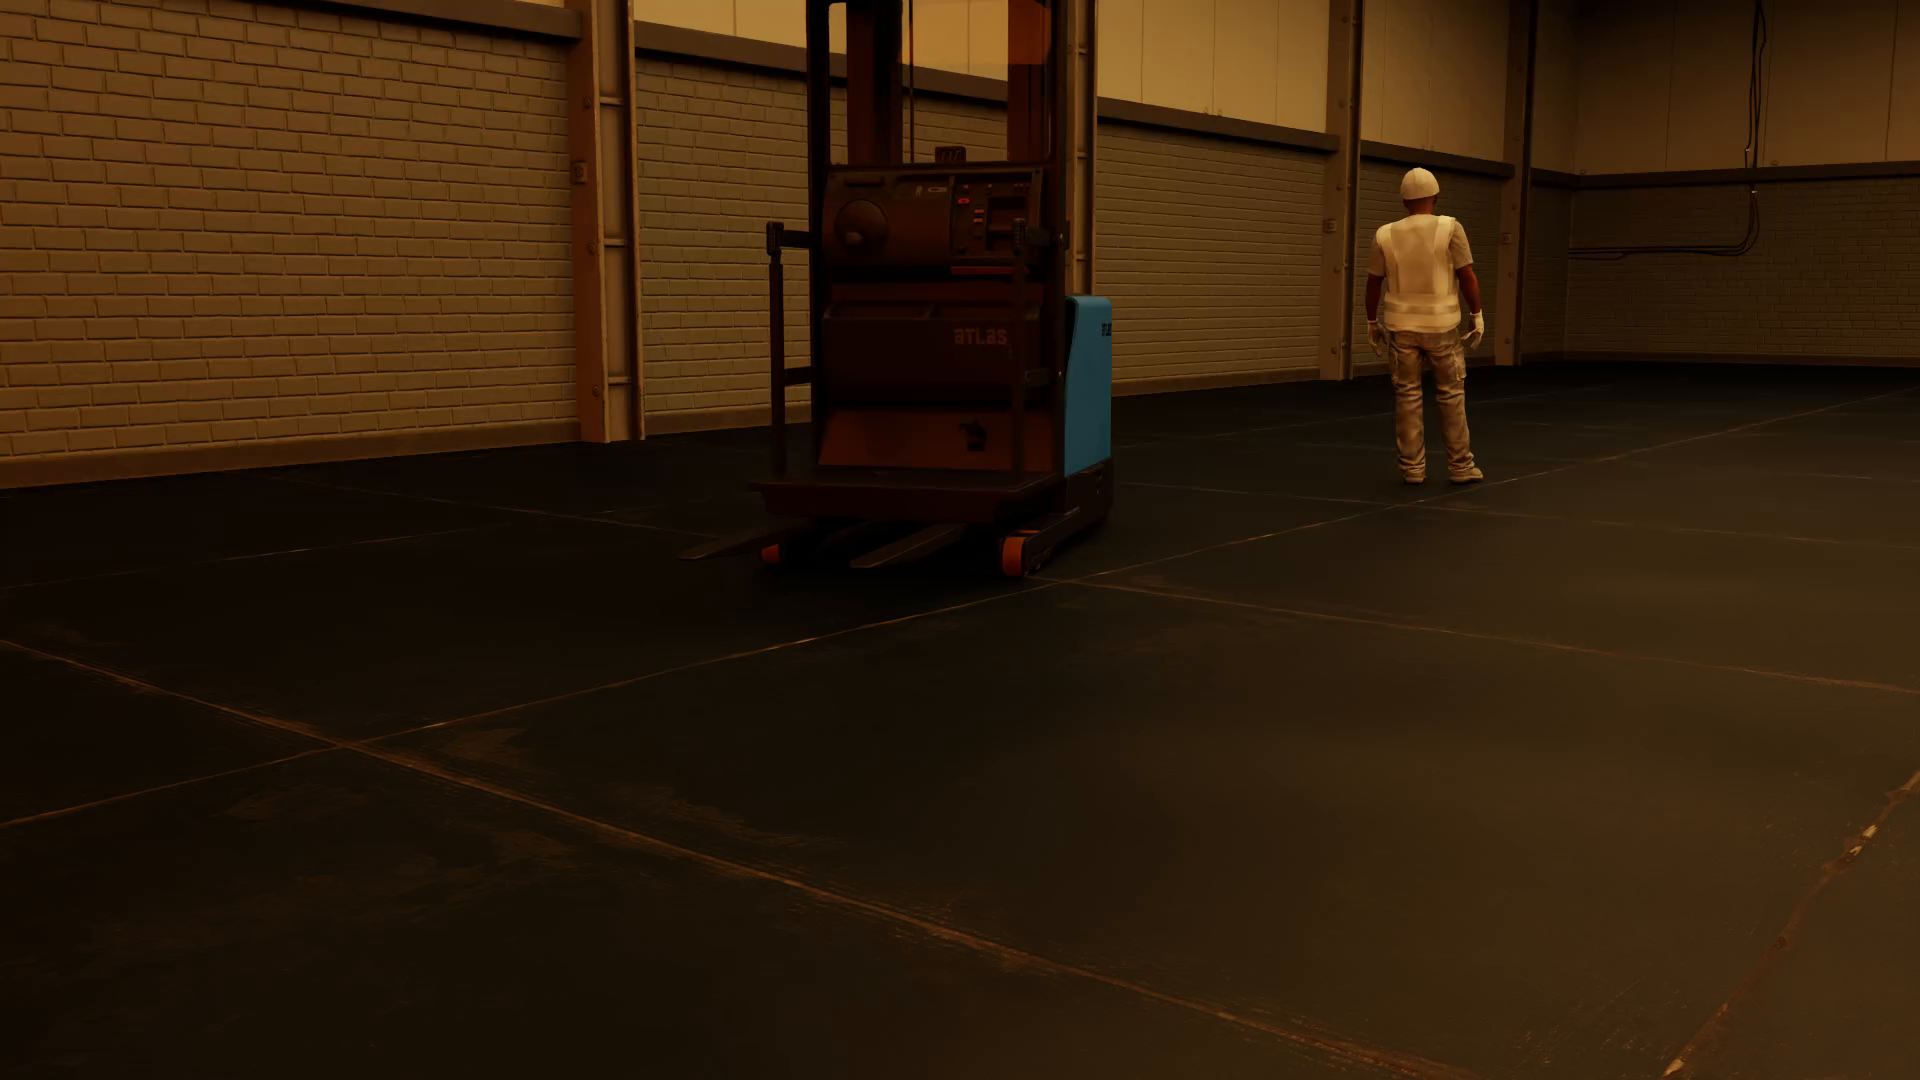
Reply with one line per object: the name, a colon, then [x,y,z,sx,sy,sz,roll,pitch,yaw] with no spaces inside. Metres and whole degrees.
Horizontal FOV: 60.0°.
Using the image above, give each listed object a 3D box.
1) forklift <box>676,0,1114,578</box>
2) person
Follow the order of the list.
forklift: [-0.176,-1.366,6.616,1.130,2.935,3.031,3,9,17]
person: [2.682,-1.225,9.568,0.656,1.785,0.575,4,9,27]
